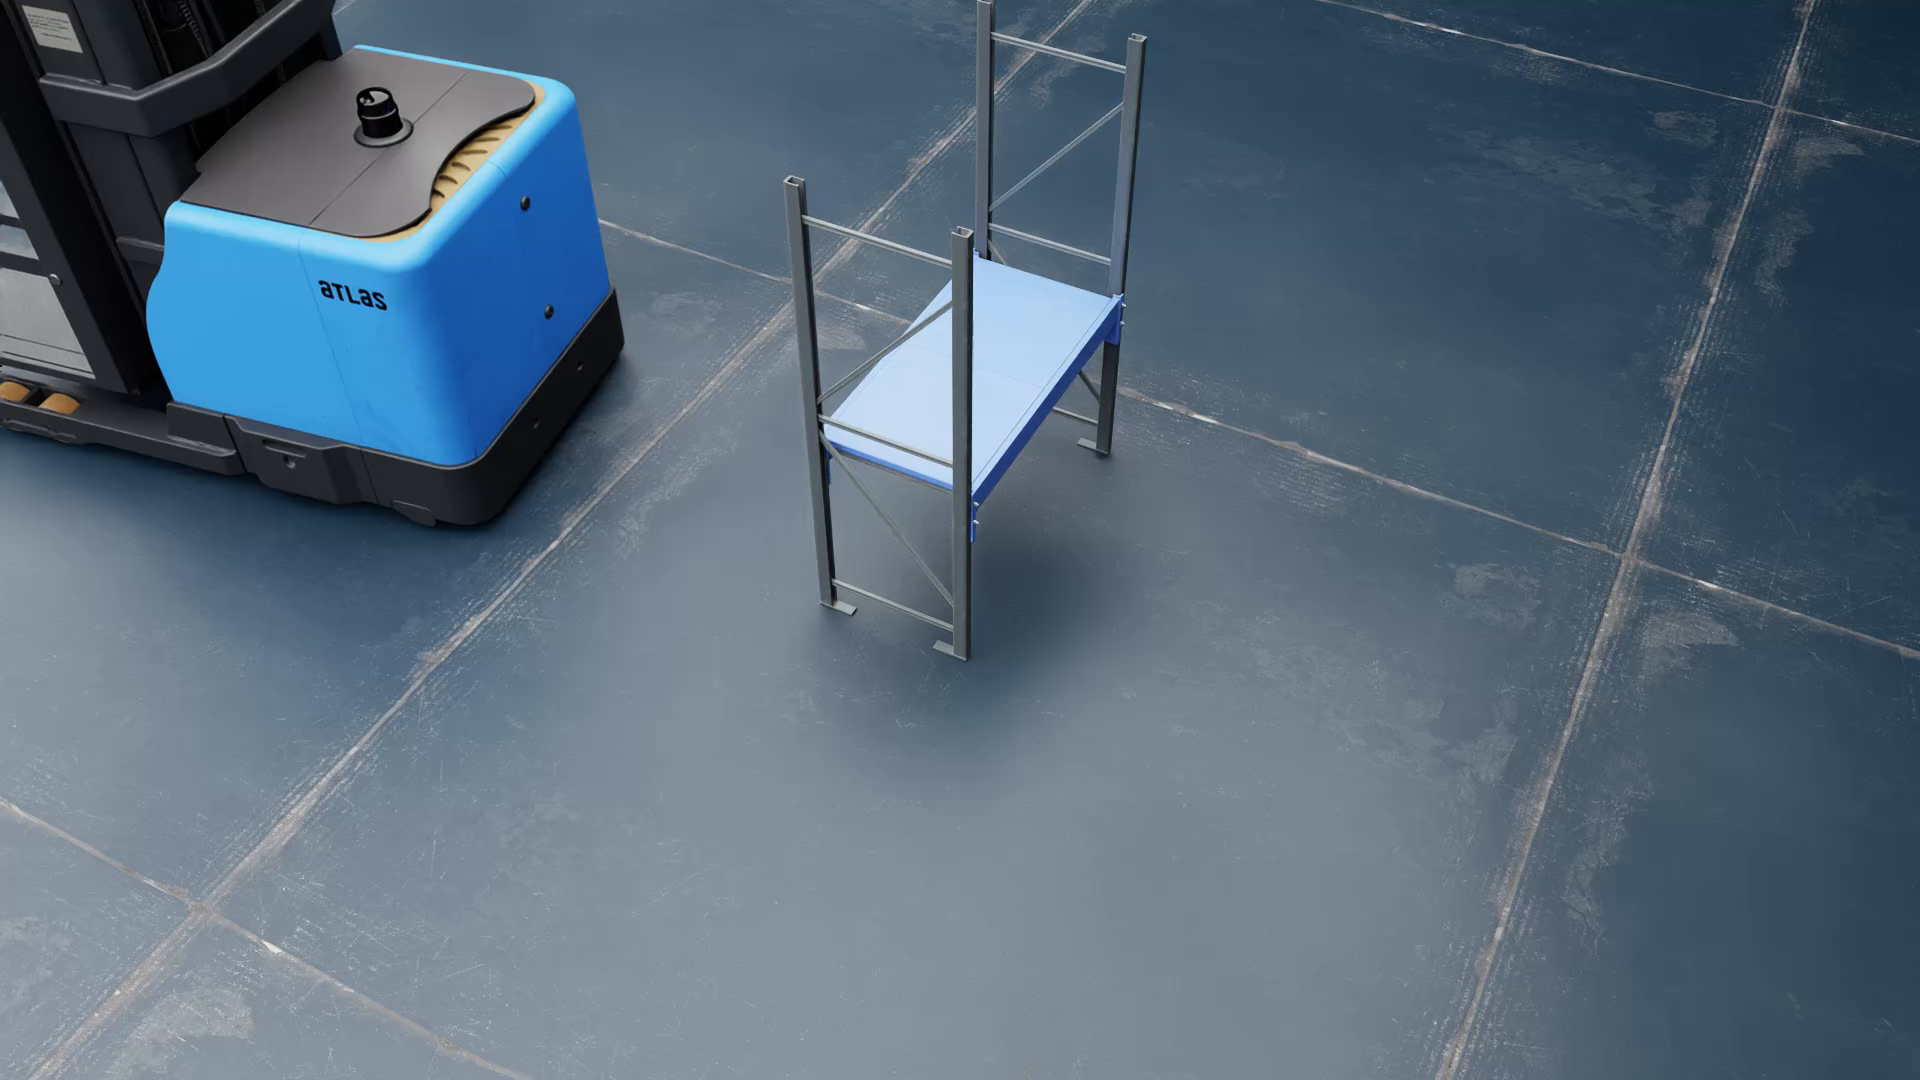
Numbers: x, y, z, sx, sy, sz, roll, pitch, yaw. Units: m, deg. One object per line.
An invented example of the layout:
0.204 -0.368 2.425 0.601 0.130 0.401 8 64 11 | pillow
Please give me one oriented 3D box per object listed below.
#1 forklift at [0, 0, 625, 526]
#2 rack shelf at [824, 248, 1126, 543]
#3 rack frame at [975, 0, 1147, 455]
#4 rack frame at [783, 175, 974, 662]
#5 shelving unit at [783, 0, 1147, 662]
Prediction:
-2.750 -1.696 4.866 3.031 2.935 1.130 13 47 13 | forklift
0.040 -0.455 4.898 0.538 0.185 1.000 20 49 19 | rack shelf
0.276 -0.901 5.086 0.500 1.500 0.032 20 49 19 | rack frame
-0.196 -0.261 4.453 0.500 1.500 0.032 20 49 19 | rack frame
0.040 -0.581 4.770 0.538 1.500 1.048 20 49 19 | shelving unit
